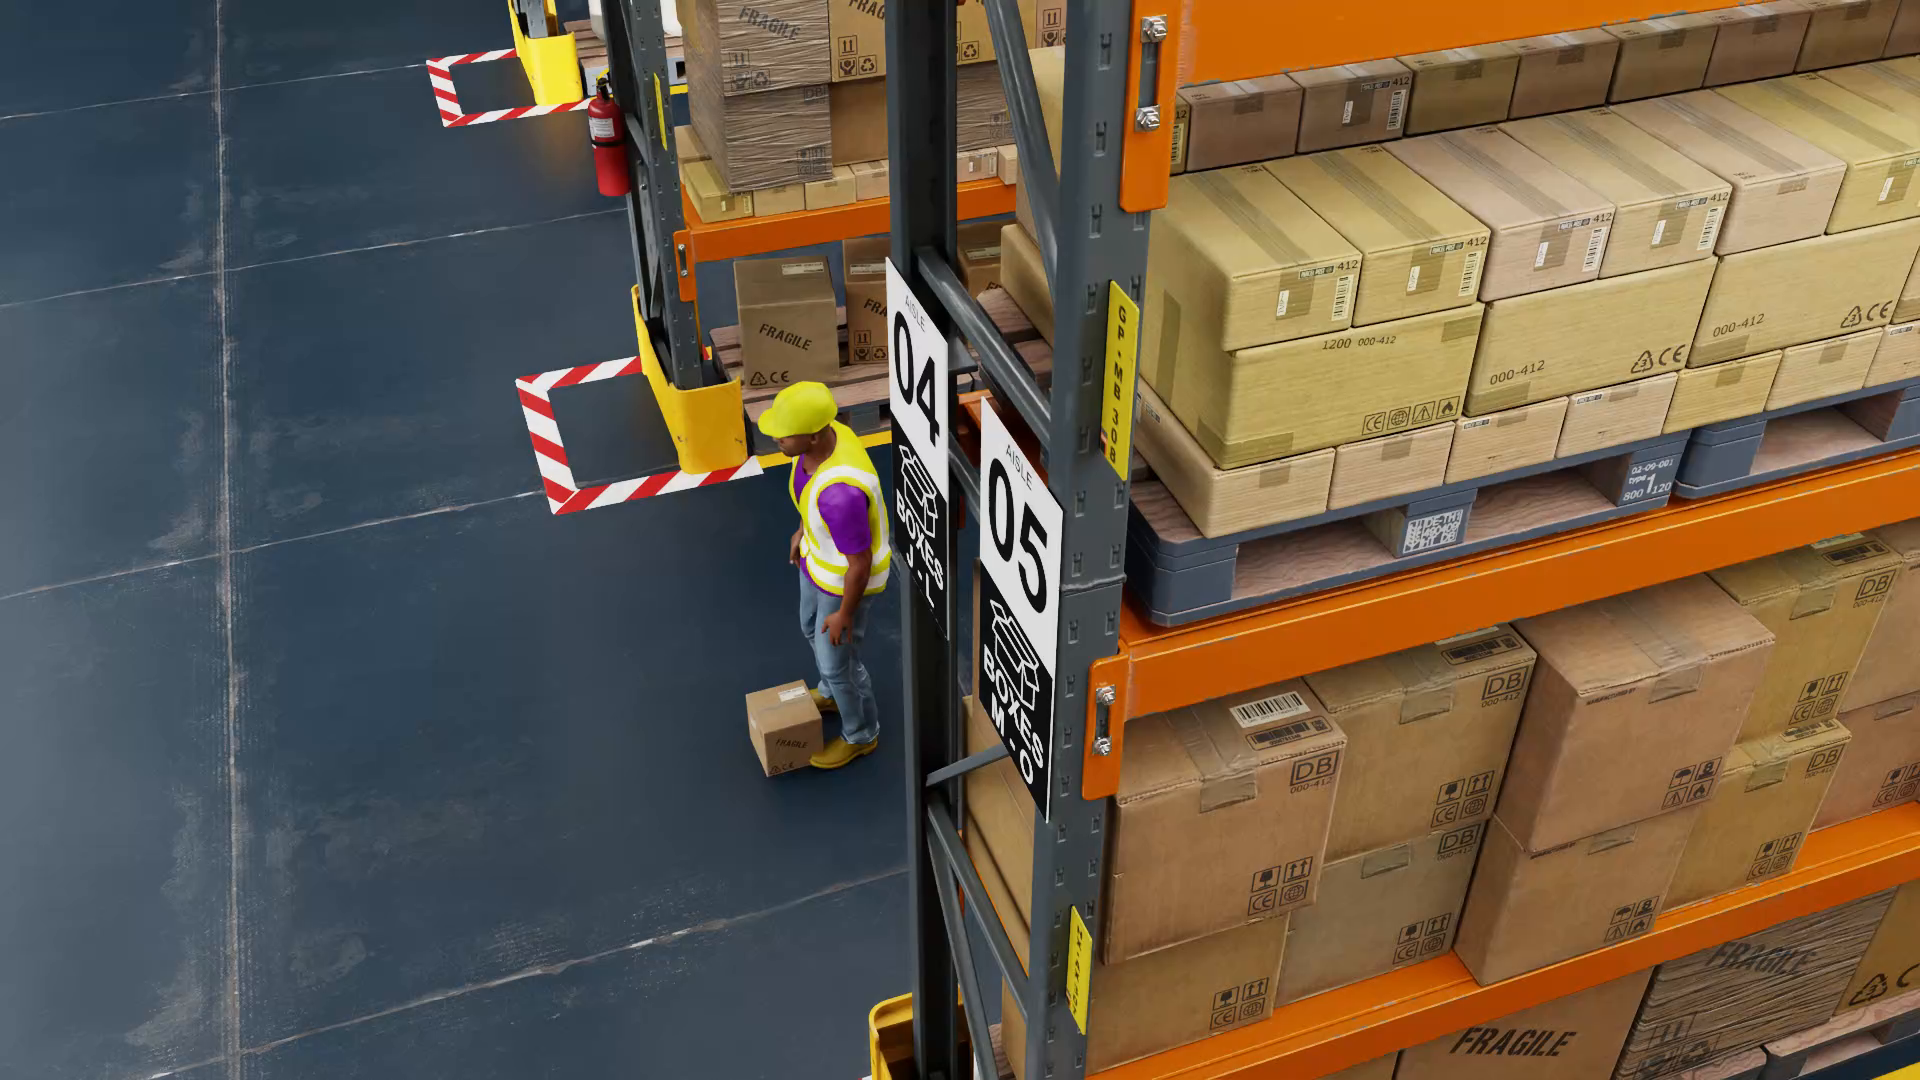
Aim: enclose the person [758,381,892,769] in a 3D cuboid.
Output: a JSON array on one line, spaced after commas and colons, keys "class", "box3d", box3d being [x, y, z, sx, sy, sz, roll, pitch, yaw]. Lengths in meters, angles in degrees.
[{"class": "person", "box3d": [-0.512, 0.122, 6.480, 0.456, 1.758, 0.628, -12, 39, -15]}]
